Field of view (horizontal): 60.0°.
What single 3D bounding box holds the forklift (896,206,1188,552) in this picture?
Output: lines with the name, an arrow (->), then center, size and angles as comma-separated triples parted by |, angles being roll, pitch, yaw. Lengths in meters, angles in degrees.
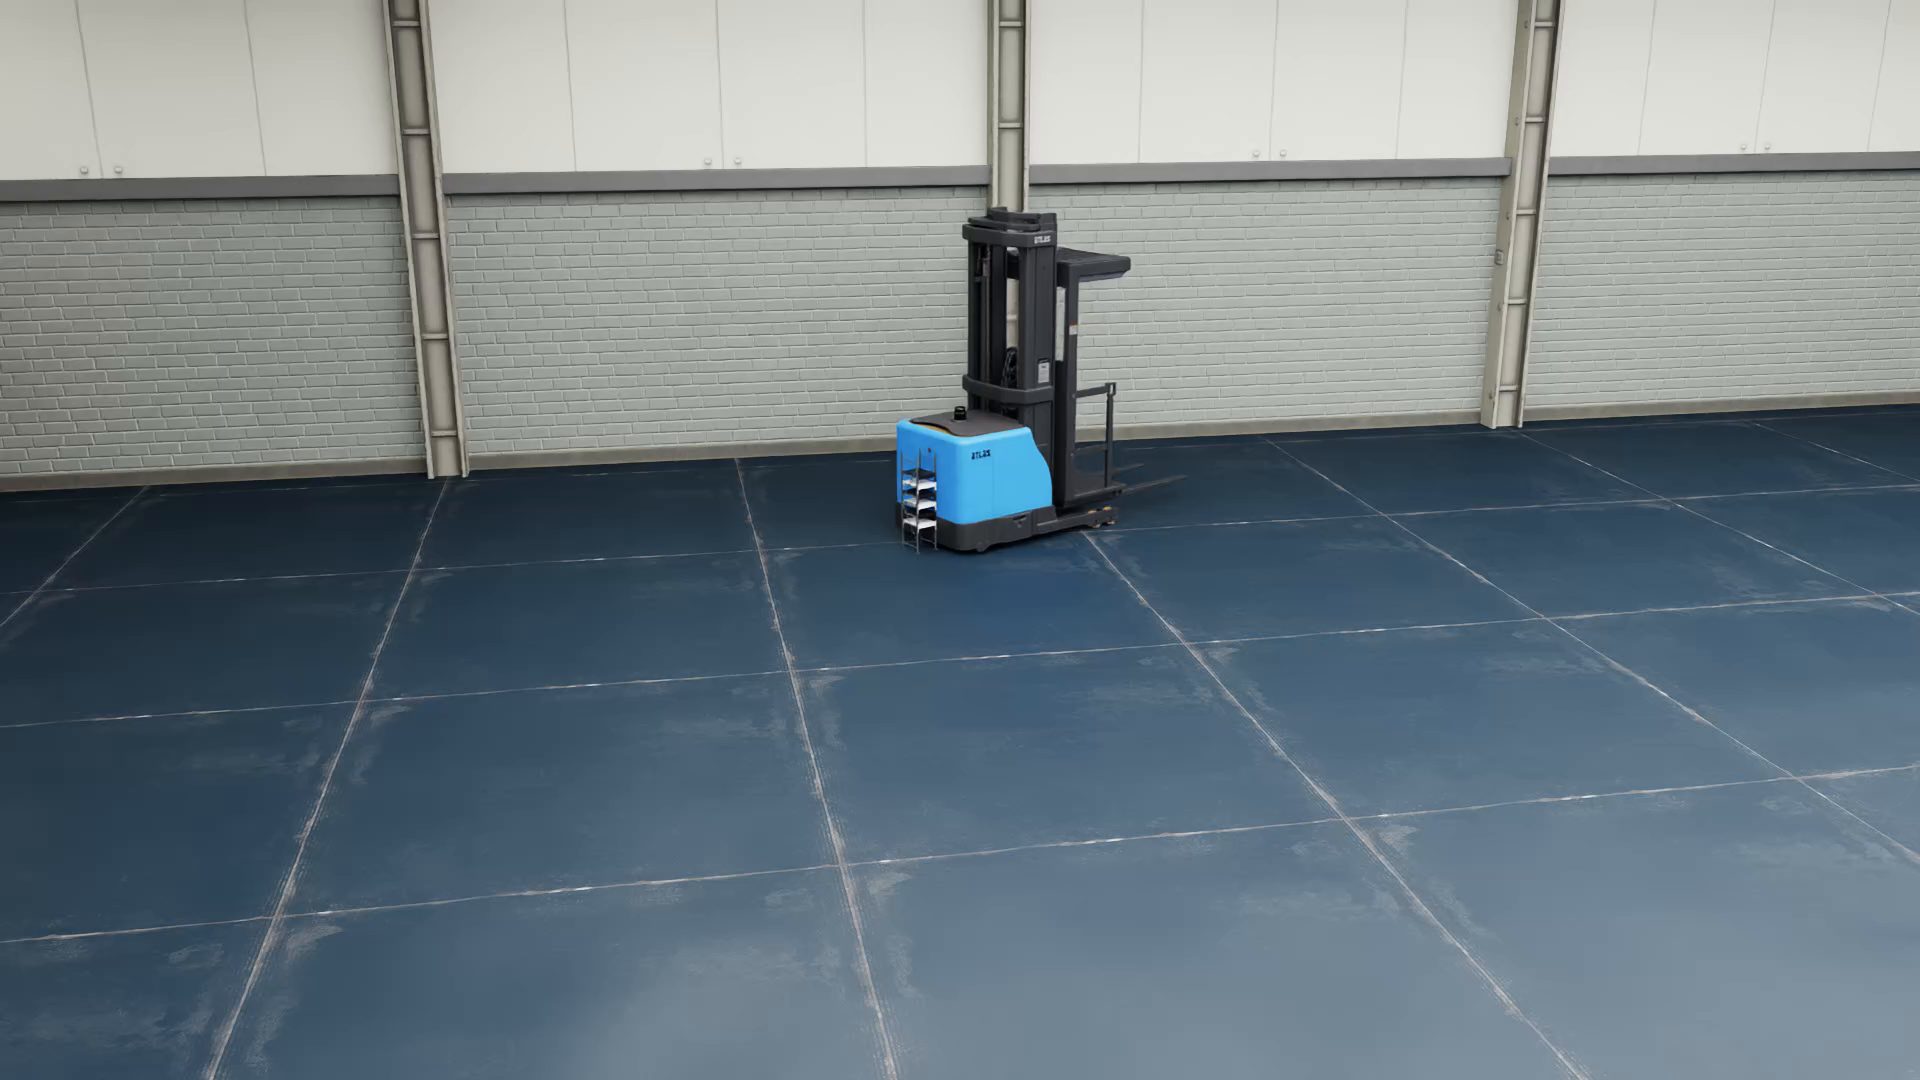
forklift -> 0.879, -1.622, 15.538 | 3.031, 2.935, 1.130 | -13, 21, -36

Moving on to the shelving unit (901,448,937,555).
shelving unit -> -0.367, -0.345, 14.840 | 0.210, 0.900, 0.258 | -13, 21, -36

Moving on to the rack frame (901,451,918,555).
rack frame -> -0.447, -0.326, 14.780 | 0.006, 0.900, 0.240 | -13, 21, -36

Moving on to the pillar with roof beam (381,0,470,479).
pillar with roof beam -> -4.564, -3.756, 12.153 | 0.400, 9.000, 9.100 | -3, 17, -10

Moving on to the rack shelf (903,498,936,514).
rack shelf -> -0.367, -0.313, 14.850 | 0.200, 0.077, 0.258 | -13, 21, -36

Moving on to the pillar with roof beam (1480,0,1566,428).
pillar with roof beam -> 7.218, -4.425, 14.329 | 0.400, 9.000, 9.100 | -3, 17, -10

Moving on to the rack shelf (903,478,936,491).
rack shelf -> -0.367, -0.485, 14.797 | 0.200, 0.077, 0.258 | -13, 21, -36

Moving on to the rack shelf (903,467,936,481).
rack shelf -> -0.367, -0.571, 14.771 | 0.200, 0.077, 0.258 | -13, 21, -36

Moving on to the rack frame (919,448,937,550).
rack frame -> -0.287, -0.363, 14.900 | 0.006, 0.900, 0.240 | -13, 21, -36

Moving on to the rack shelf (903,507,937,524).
rack shelf -> -0.367, -0.227, 14.877 | 0.200, 0.077, 0.258 | -13, 21, -36

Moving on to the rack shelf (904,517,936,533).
rack shelf -> -0.367, -0.141, 14.903 | 0.200, 0.077, 0.258 | -13, 21, -36

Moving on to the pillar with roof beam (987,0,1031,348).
pillar with roof beam -> 1.327, -4.090, 13.241 | 0.400, 9.000, 9.100 | -3, 17, -10

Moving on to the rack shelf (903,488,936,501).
rack shelf -> -0.367, -0.399, 14.824 | 0.200, 0.077, 0.258 | -13, 21, -36
